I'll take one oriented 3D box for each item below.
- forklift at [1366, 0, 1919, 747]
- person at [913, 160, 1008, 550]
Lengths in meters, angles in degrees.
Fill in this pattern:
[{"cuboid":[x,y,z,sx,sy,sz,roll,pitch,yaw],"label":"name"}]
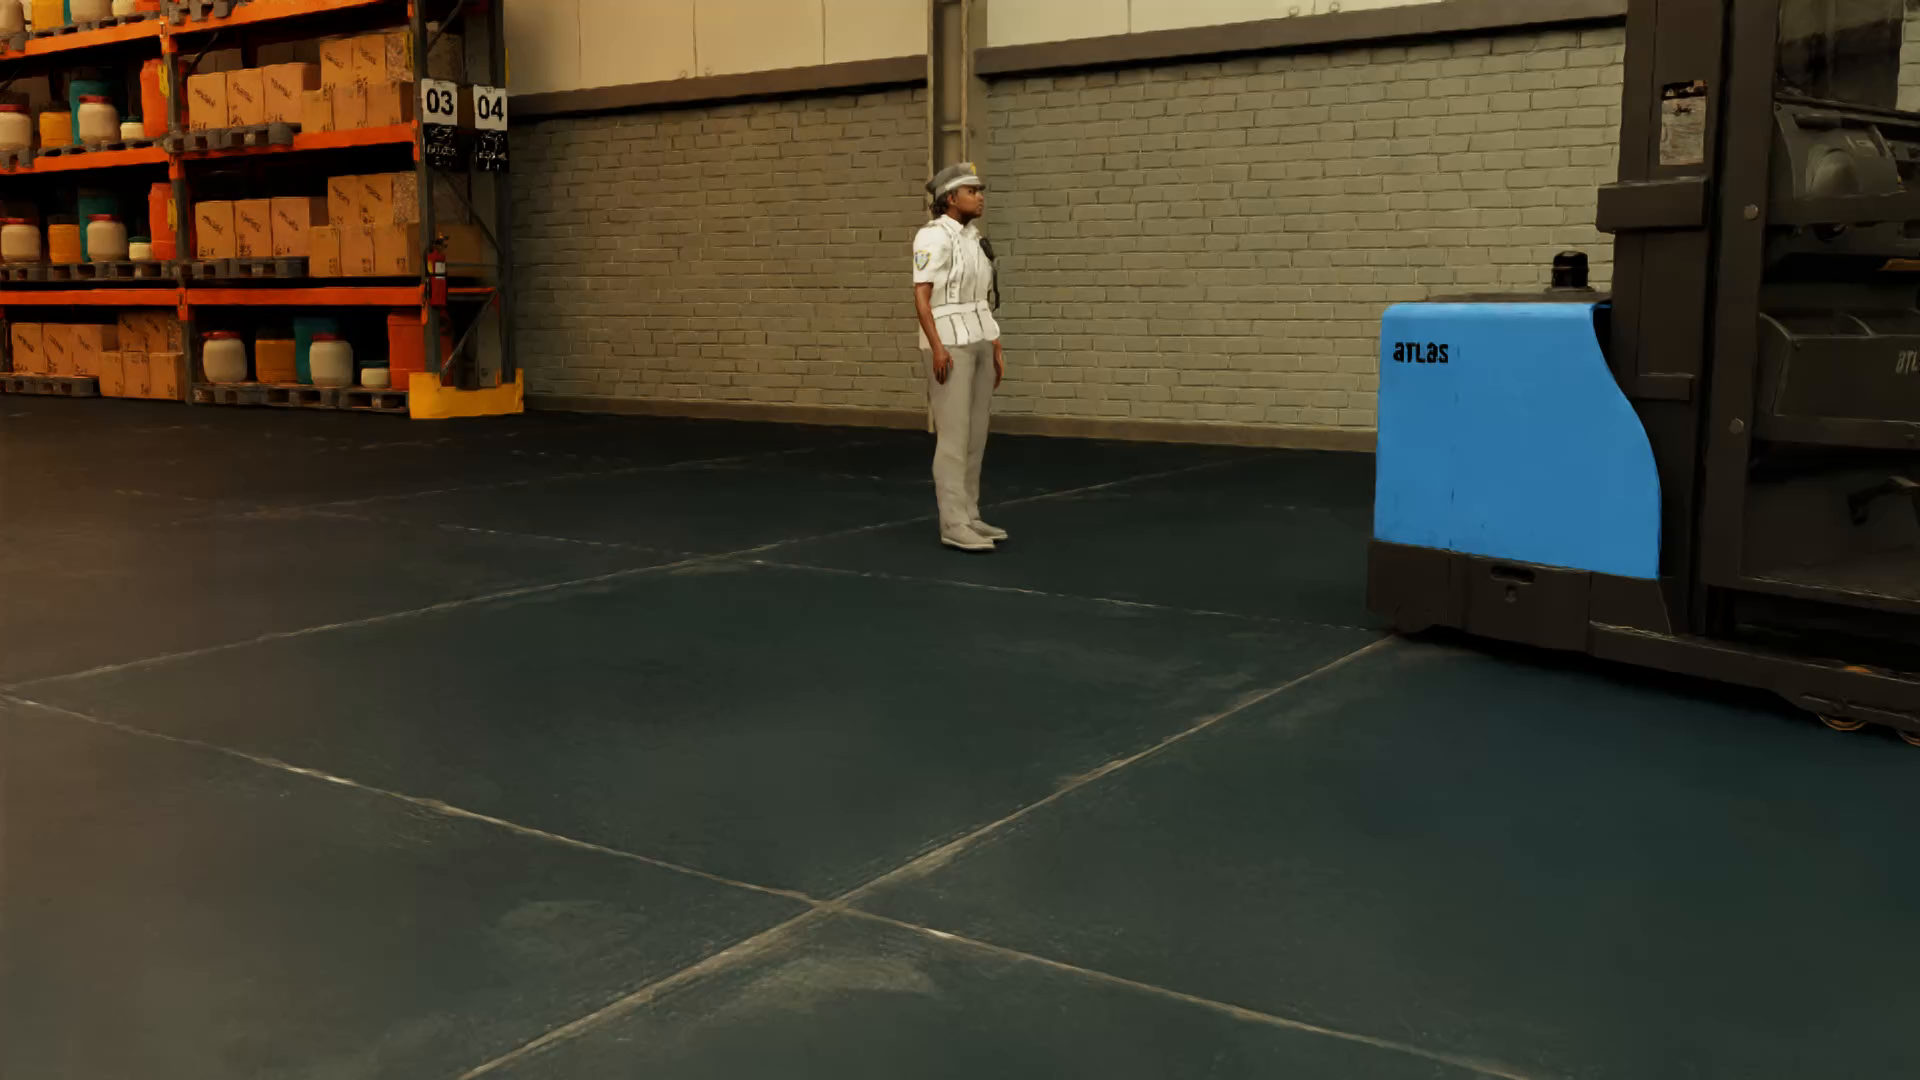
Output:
[{"cuboid":[2.609,-1.023,4.384,1.130,2.935,3.031,-6,10,-36],"label":"forklift"},{"cuboid":[0.051,-0.838,7.426,0.529,1.695,0.570,5,10,34],"label":"person"}]
